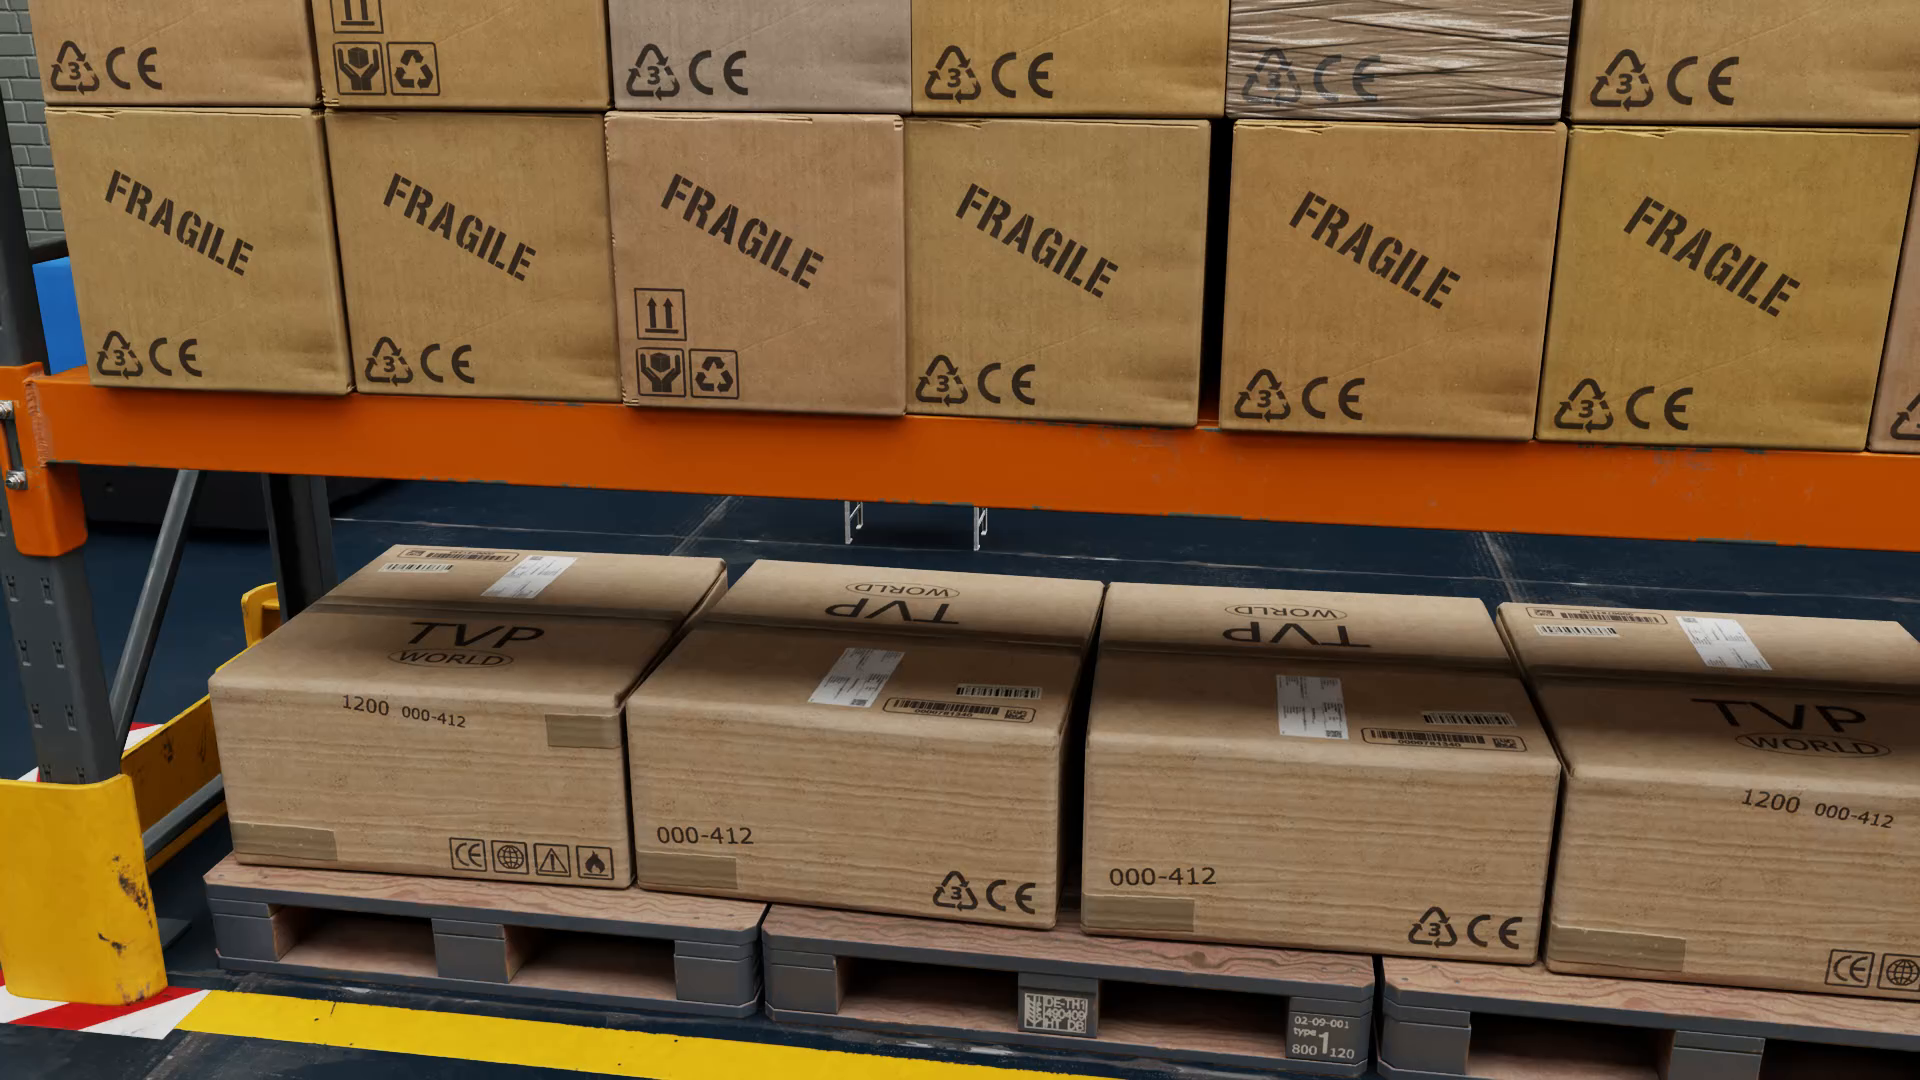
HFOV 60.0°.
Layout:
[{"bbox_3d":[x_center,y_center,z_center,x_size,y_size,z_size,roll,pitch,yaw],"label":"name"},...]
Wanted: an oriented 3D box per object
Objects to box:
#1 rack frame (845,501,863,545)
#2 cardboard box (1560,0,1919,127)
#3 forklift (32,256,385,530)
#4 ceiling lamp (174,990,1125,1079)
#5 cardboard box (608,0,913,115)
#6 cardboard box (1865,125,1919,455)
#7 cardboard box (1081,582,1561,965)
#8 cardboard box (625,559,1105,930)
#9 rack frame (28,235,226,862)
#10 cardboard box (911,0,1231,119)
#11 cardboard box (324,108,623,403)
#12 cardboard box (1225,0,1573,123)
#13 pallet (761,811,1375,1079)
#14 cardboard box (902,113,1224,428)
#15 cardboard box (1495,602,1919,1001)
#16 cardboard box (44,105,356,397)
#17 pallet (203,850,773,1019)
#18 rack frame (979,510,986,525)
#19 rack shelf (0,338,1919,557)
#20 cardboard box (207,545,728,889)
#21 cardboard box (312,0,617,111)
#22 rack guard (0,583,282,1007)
[{"bbox_3d":[-0.404,-0.590,6.174,0.015,1.200,0.240,3,19,9],"label":"rack frame"},{"bbox_3d":[1.205,-0.934,2.633,0.500,0.500,0.500,3,19,8],"label":"cardboard box"},{"bbox_3d":[-2.747,-0.592,3.593,2.598,2.843,10.579,3,19,10],"label":"forklift"},{"bbox_3d":[0.131,1.052,3.160,3.459,0.001,0.159,3,19,9],"label":"ceiling lamp"},{"bbox_3d":[-0.285,-1.009,2.858,0.500,0.500,0.500,3,19,8],"label":"cardboard box"},{"bbox_3d":[1.716,-0.437,2.725,0.500,0.500,0.500,3,19,9],"label":"cardboard box"},{"bbox_3d":[0.728,0.459,3.580,0.875,0.438,0.875,2,19,7],"label":"cardboard box"},{"bbox_3d":[-0.162,0.413,3.717,0.875,0.438,0.875,3,19,10],"label":"cardboard box"},{"bbox_3d":[-1.734,-0.649,3.516,0.053,2.616,0.949,3,19,9],"label":"rack frame"},{"bbox_3d":[0.208,-0.984,2.784,0.500,0.500,0.500,3,19,9],"label":"cardboard box"},{"bbox_3d":[-0.802,-0.565,3.106,0.500,0.500,0.500,3,19,8],"label":"cardboard box"},{"bbox_3d":[1.057,-1.421,2.472,1.234,1.526,0.509,4,19,10],"label":"cardboard box"},{"bbox_3d":[0.268,0.752,3.722,1.213,0.211,1.003,3,19,9],"label":"pallet"},{"bbox_3d":[0.194,-0.513,2.952,0.500,0.500,0.500,4,19,10],"label":"cardboard box"},{"bbox_3d":[1.612,0.504,3.446,0.875,0.438,0.875,3,19,8],"label":"cardboard box"},{"bbox_3d":[-1.306,-0.581,3.156,0.500,0.500,0.500,3,19,8],"label":"cardboard box"},{"bbox_3d":[-0.933,0.690,3.908,1.213,0.211,1.003,3,19,9],"label":"pallet"},{"bbox_3d":[0.078,-0.565,6.102,0.006,1.046,0.228,3,19,9],"label":"rack frame"},{"bbox_3d":[0.240,-0.206,3.326,4.000,0.370,1.077,3,19,9],"label":"rack shelf"},{"bbox_3d":[-1.067,0.370,3.847,0.875,0.438,0.875,2,19,7],"label":"cardboard box"},{"bbox_3d":[-0.795,-1.032,2.928,0.500,0.500,0.500,2,19,7],"label":"cardboard box"},{"bbox_3d":[-1.758,0.536,3.913,0.348,0.500,1.175,3,19,9],"label":"rack guard"}]
